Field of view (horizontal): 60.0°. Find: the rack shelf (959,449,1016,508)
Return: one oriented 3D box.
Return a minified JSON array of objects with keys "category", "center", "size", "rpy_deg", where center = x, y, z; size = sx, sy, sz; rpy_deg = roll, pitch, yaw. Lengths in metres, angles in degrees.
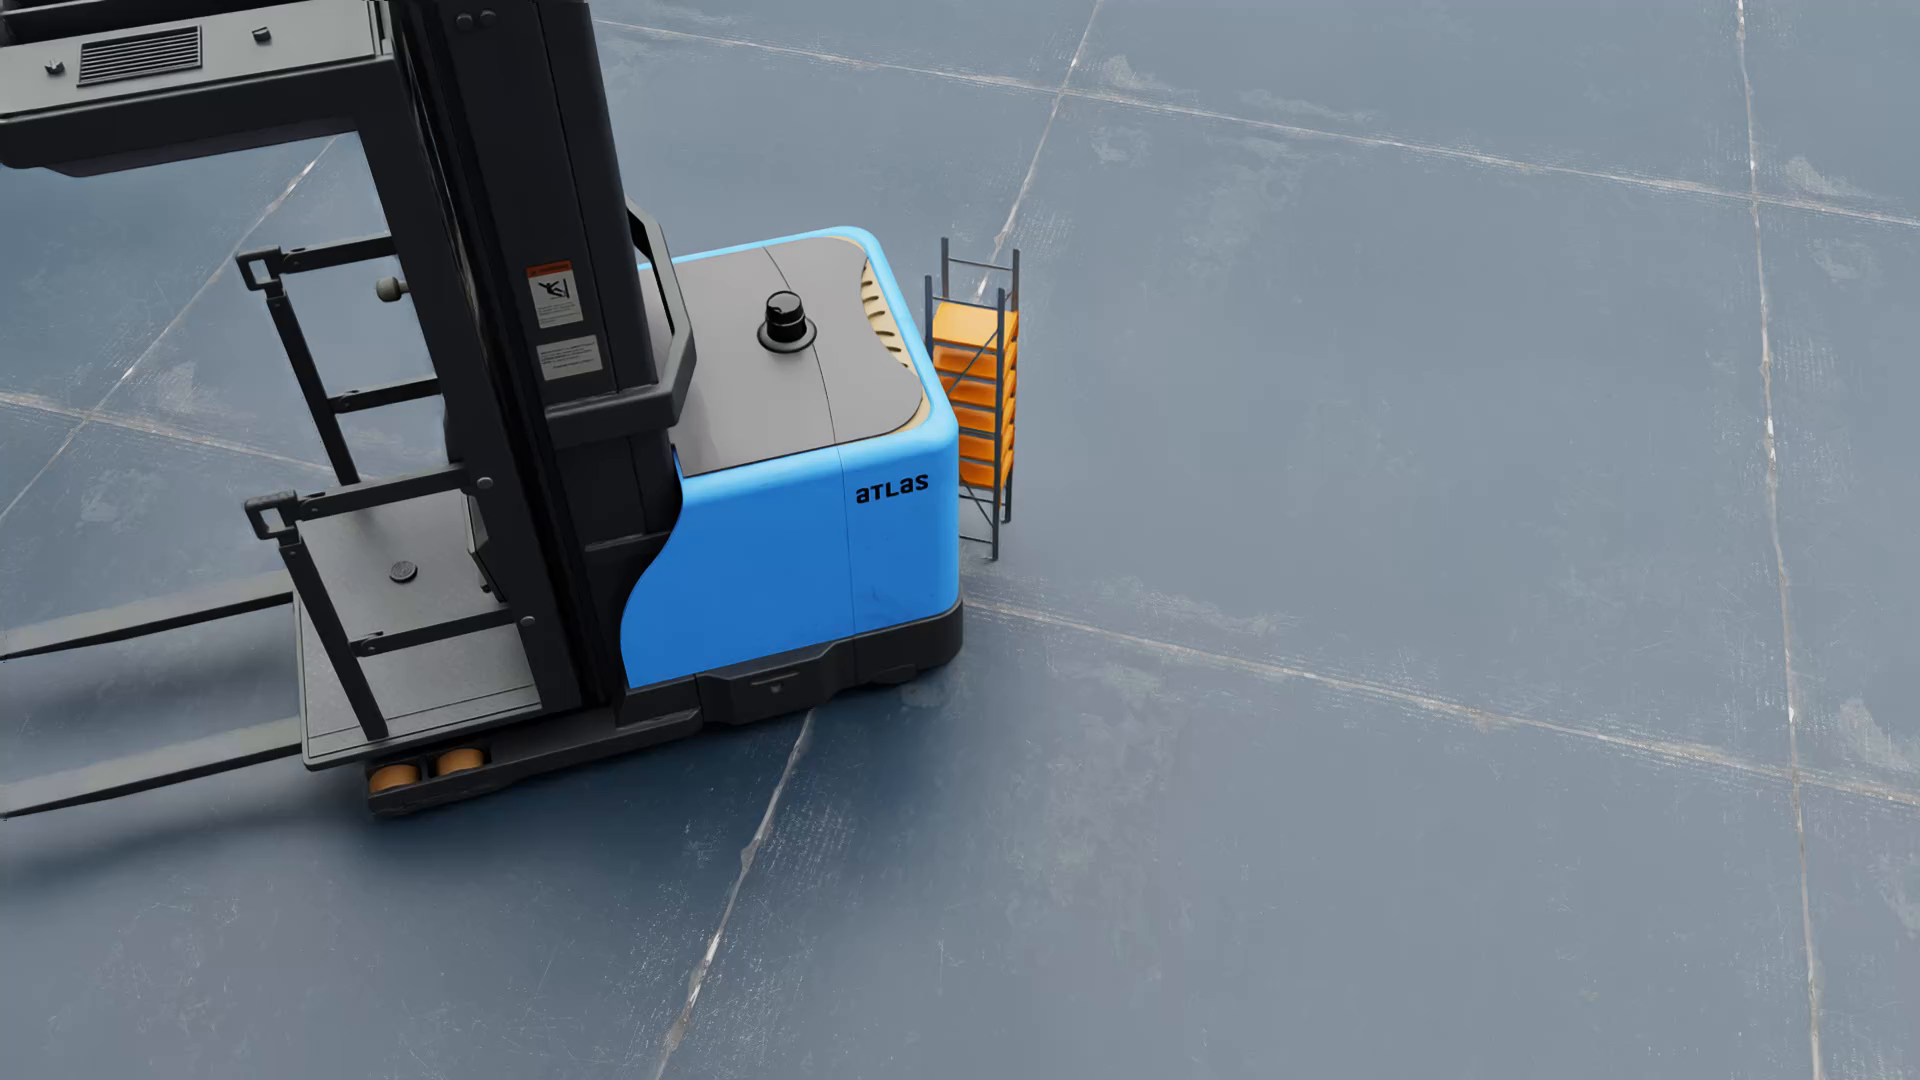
[{"category":"rack shelf","center":[0.038,-0.228,5.530],"size":[0.258,0.103,0.180],"rpy_deg":[11,50,10]}]

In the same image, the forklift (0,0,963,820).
[{"category":"forklift","center":[-1.566,-0.586,4.312],"size":[3.031,2.935,1.130],"rpy_deg":[-13,50,-11]}]

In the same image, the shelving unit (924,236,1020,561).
[{"category":"shelving unit","center":[0.038,-0.416,5.317],"size":[0.258,1.200,0.189],"rpy_deg":[11,50,10]}]

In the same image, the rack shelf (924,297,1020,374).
[{"category":"rack shelf","center":[0.038,-0.625,5.080],"size":[0.258,0.103,0.180],"rpy_deg":[11,50,10]}]

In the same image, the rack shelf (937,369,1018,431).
[{"category":"rack shelf","center":[0.038,-0.466,5.260],"size":[0.258,0.103,0.180],"rpy_deg":[11,50,10]}]

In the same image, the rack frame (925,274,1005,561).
[{"category":"rack frame","center":[0.014,-0.350,5.258],"size":[0.240,1.200,0.006],"rpy_deg":[11,50,10]}]

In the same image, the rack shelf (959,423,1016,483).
[{"category":"rack shelf","center":[0.038,-0.307,5.440],"size":[0.258,0.103,0.180],"rpy_deg":[11,50,10]}]

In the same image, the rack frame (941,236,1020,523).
[{"category":"rack frame","center":[0.061,-0.482,5.376],"size":[0.240,1.200,0.006],"rpy_deg":[11,50,10]}]

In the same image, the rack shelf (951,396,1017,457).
[{"category":"rack shelf","center":[0.038,-0.387,5.350],"size":[0.258,0.103,0.180],"rpy_deg":[11,50,10]}]

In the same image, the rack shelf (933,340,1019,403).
[{"category":"rack shelf","center":[0.038,-0.546,5.170],"size":[0.258,0.103,0.180],"rpy_deg":[11,50,10]}]
